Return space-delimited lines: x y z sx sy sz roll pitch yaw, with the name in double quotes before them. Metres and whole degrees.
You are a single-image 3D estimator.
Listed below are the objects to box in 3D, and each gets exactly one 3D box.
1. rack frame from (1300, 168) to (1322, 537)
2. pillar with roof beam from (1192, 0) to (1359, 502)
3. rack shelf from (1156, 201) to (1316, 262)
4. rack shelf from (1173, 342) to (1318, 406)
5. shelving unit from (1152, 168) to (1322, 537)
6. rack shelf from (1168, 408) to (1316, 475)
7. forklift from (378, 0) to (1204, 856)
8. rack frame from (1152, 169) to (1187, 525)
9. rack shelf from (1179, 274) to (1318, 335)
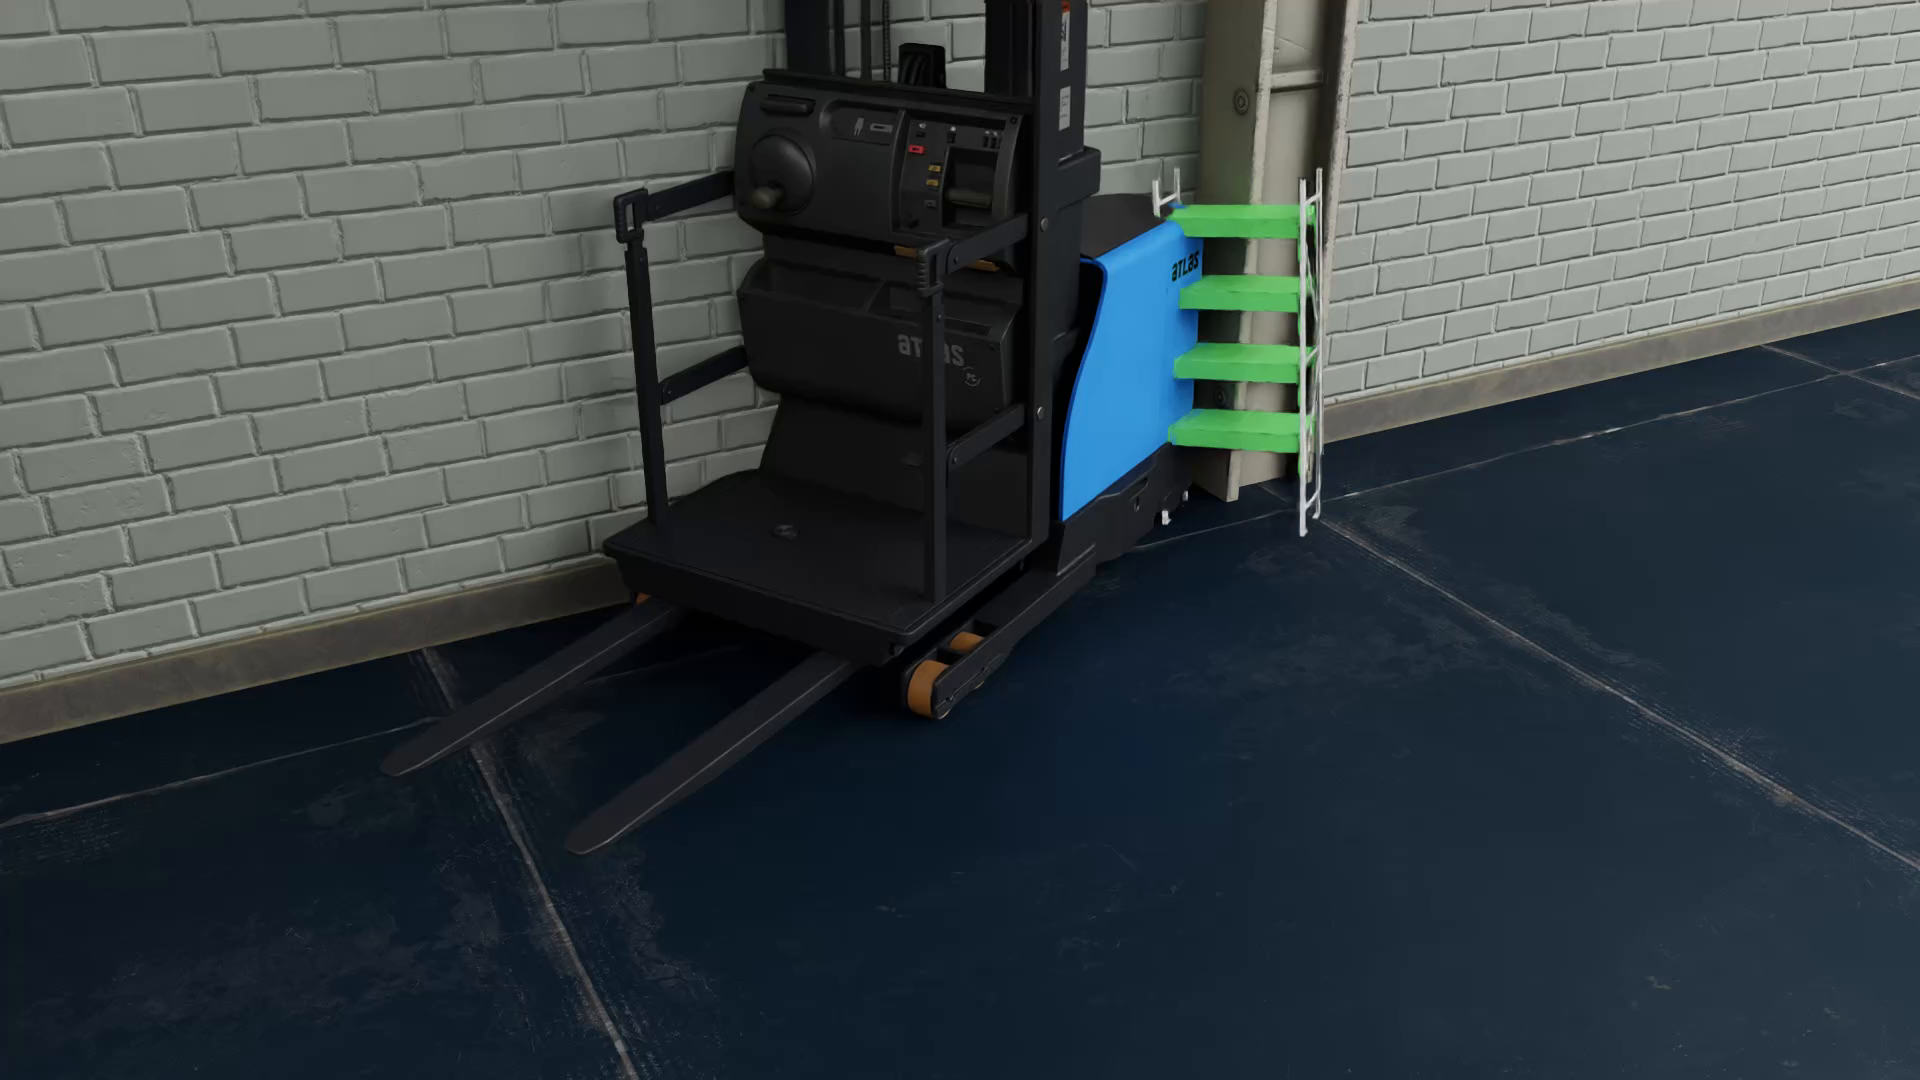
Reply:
"rack frame" 1.170 -0.613 5.542 0.015 1.200 0.240 6 23 25
"pillar with roof beam" 3.094 -2.649 0.870 0.400 9.000 9.100 -13 29 -25
"rack shelf" 0.919 -1.023 5.498 0.480 0.148 0.258 6 23 25
"rack shelf" 0.954 -0.575 5.666 0.480 0.148 0.258 6 23 25
"shelving unit" 0.949 -0.634 5.644 0.503 1.200 0.258 6 23 25
"rack shelf" 0.971 -0.351 5.750 0.480 0.148 0.258 6 23 25
"forklift" -0.354 -1.044 4.537 1.130 2.935 3.031 15 29 28
"rack frame" 0.728 -0.656 5.745 0.015 1.200 0.240 6 23 25
"rack shelf" 0.936 -0.799 5.582 0.480 0.148 0.258 6 23 25
